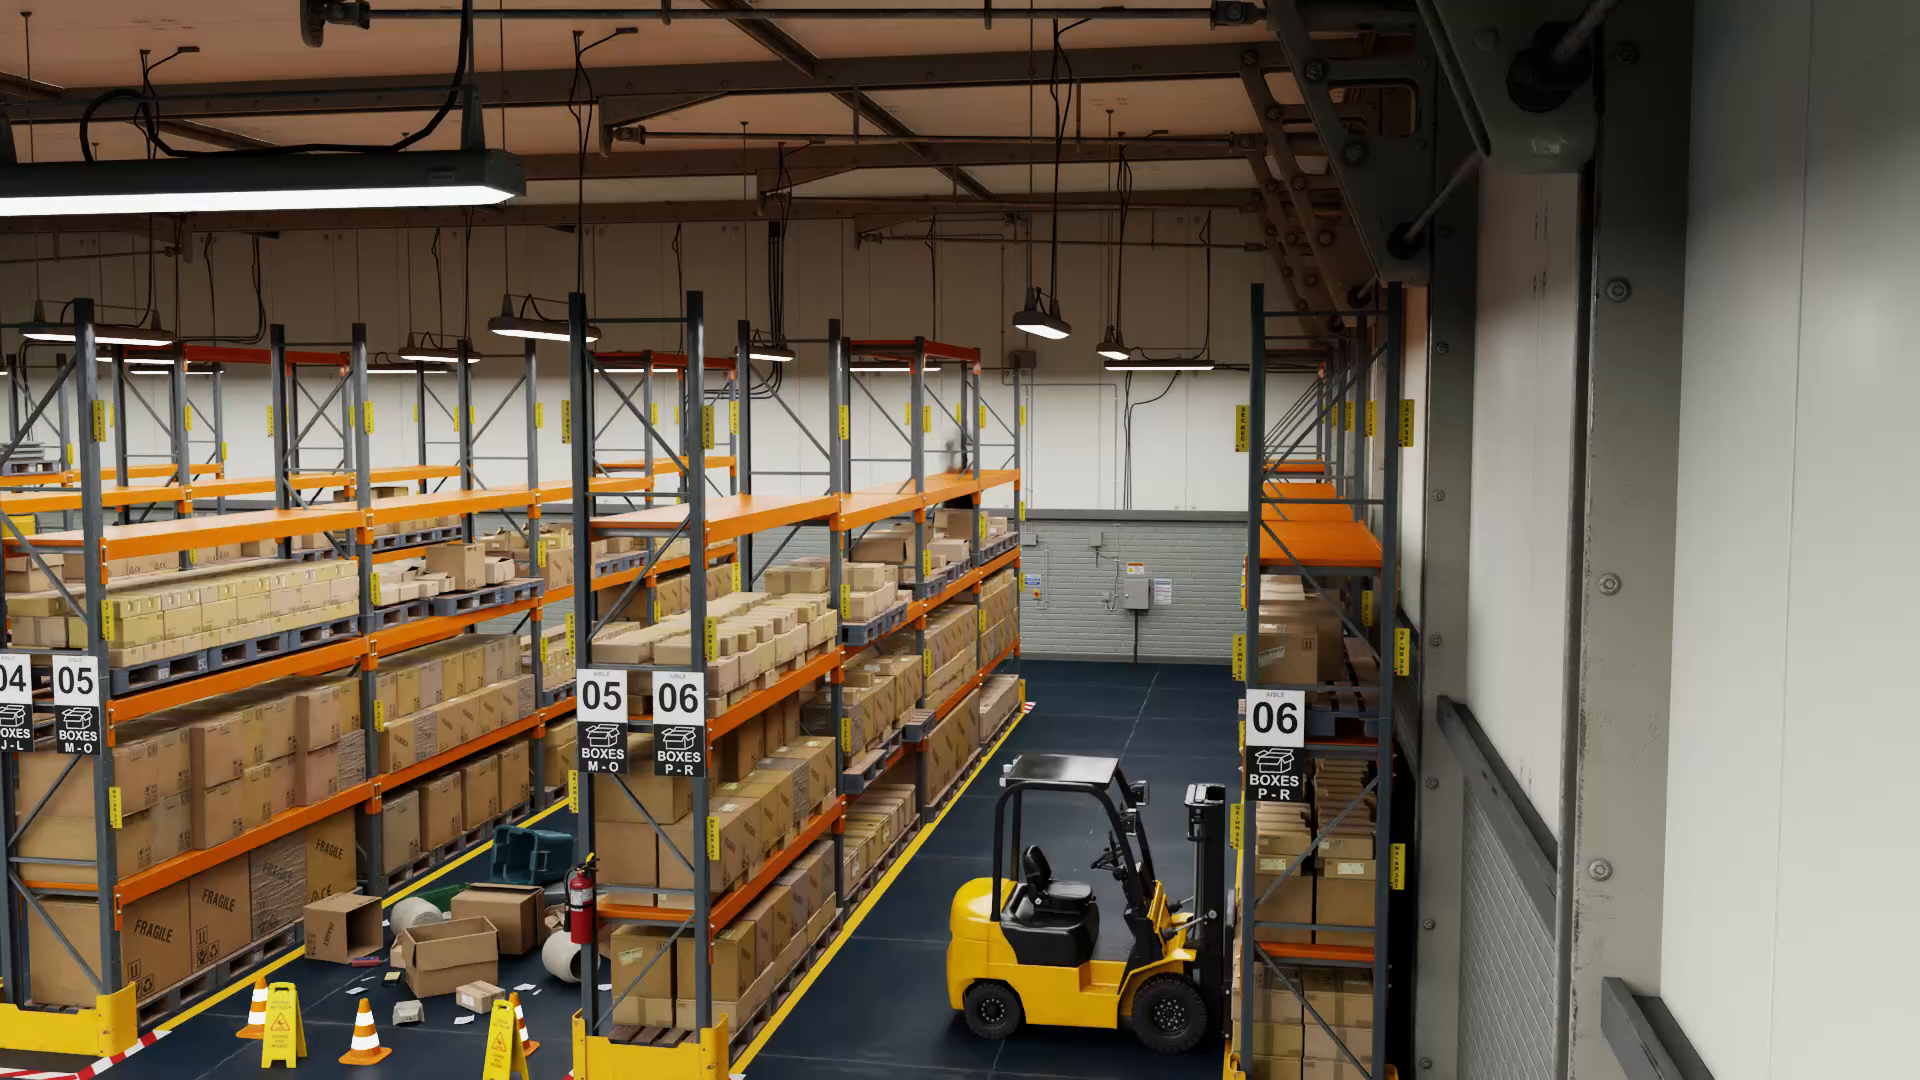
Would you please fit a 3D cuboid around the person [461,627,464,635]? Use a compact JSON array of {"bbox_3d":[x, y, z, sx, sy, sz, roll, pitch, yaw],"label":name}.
[{"bbox_3d":[-19.150,-0.403,12.840,21.065,8.933,29.795,0,5,4],"label":"person"}]
